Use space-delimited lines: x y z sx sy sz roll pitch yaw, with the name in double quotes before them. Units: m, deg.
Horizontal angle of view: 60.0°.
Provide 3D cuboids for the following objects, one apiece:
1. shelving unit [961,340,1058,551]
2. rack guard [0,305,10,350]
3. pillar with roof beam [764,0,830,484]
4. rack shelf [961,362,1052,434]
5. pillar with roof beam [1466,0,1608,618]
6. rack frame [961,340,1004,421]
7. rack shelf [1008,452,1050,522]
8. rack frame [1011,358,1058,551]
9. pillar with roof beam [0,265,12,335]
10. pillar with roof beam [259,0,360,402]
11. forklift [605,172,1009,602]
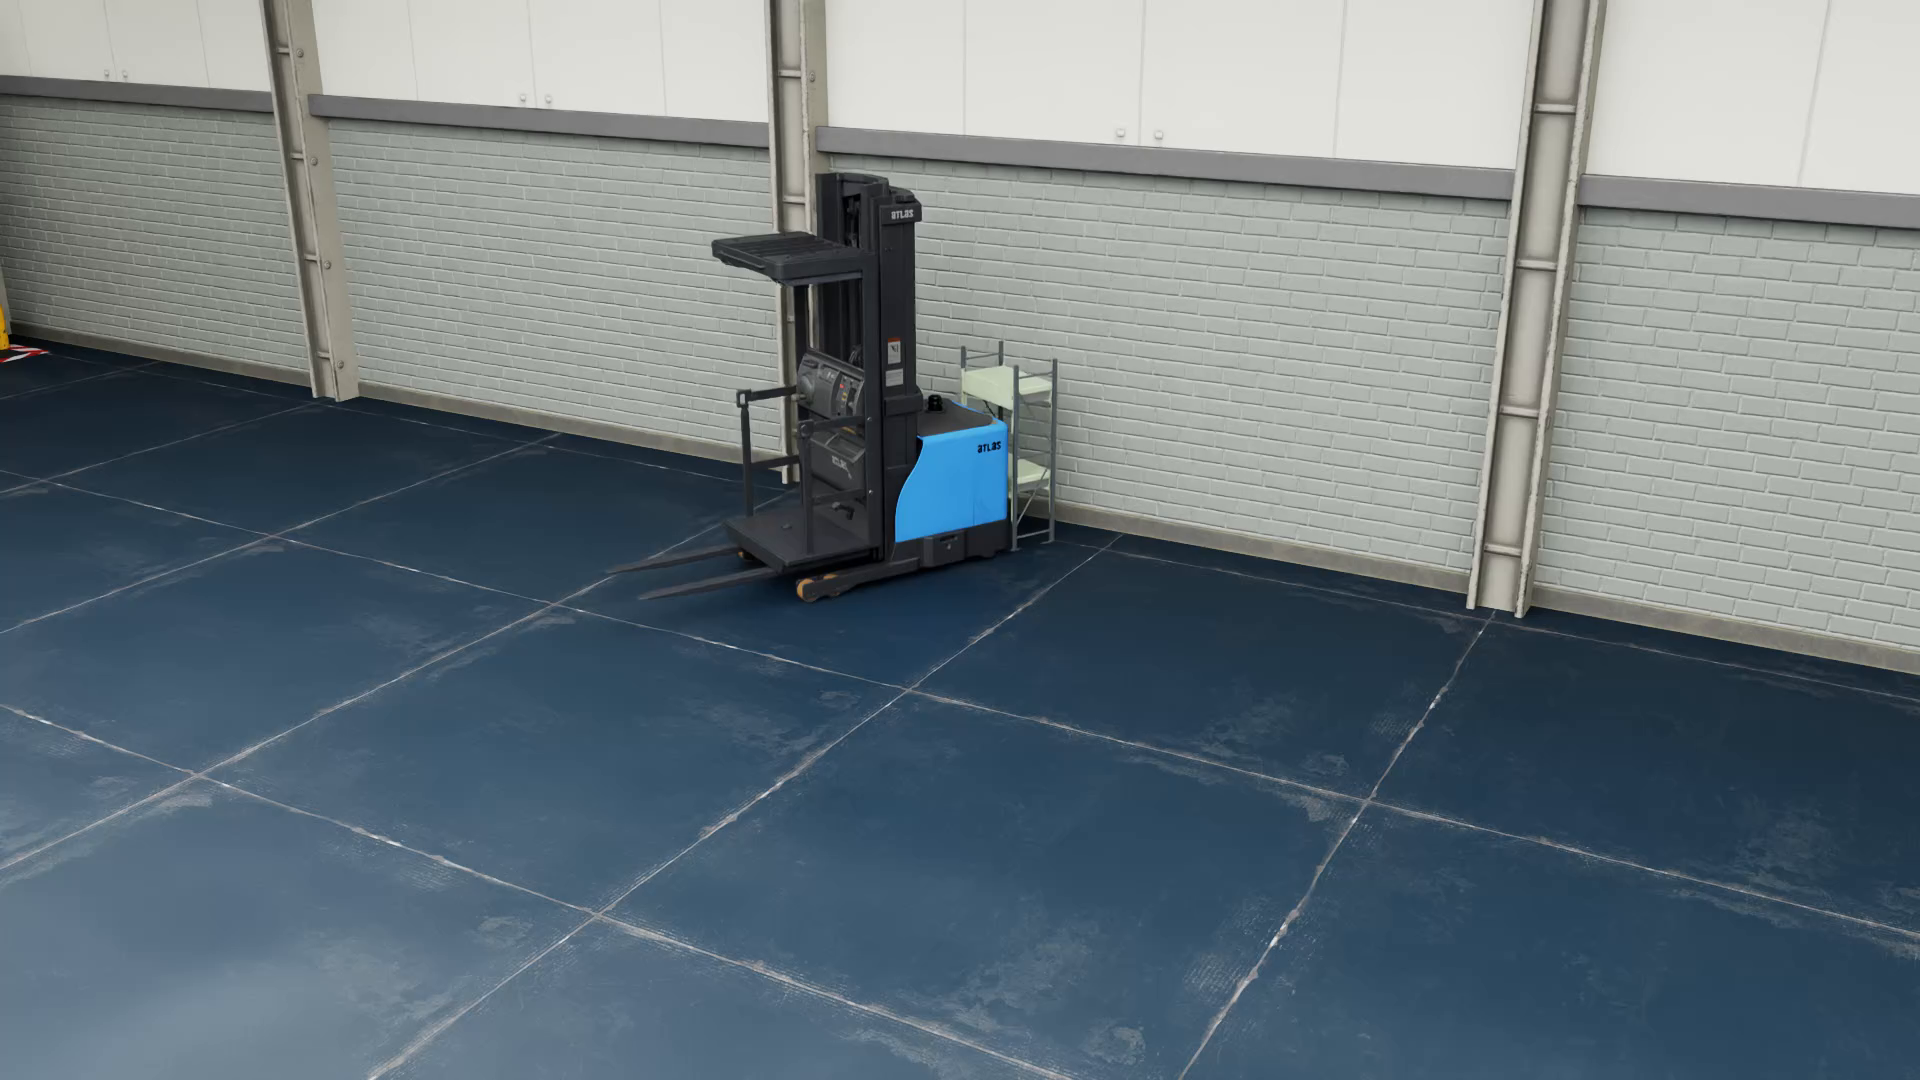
"shelving unit" 0.379 -0.761 13.264 0.431 1.500 0.755 -13 23 -31
"rack guard" -11.621 -2.363 19.147 0.348 0.500 1.175 11 23 27
"pillar with roof beam" -3.434 -3.469 9.733 0.400 9.000 9.100 11 23 27
"rack shelf" 0.379 -1.128 13.131 0.431 0.370 0.720 -13 23 -31
"pillar with roof beam" 1.804 -2.471 6.982 0.400 9.000 9.100 11 23 27
"rack frame" 0.179 -0.865 13.552 0.400 1.500 0.023 -13 23 -31
"rack shelf" 0.379 -0.455 13.375 0.431 0.370 0.720 -13 23 -31
"rack frame" 0.580 -0.657 12.976 0.400 1.500 0.023 -13 23 -31
"pillar with roof beam" -13.910 -5.465 15.234 0.400 9.000 9.100 11 23 27
"pillar with roof beam" -8.672 -4.467 12.483 0.400 9.000 9.100 11 23 27
"forklift" -1.133 -1.130 12.182 3.031 2.935 1.130 -12 23 -31
